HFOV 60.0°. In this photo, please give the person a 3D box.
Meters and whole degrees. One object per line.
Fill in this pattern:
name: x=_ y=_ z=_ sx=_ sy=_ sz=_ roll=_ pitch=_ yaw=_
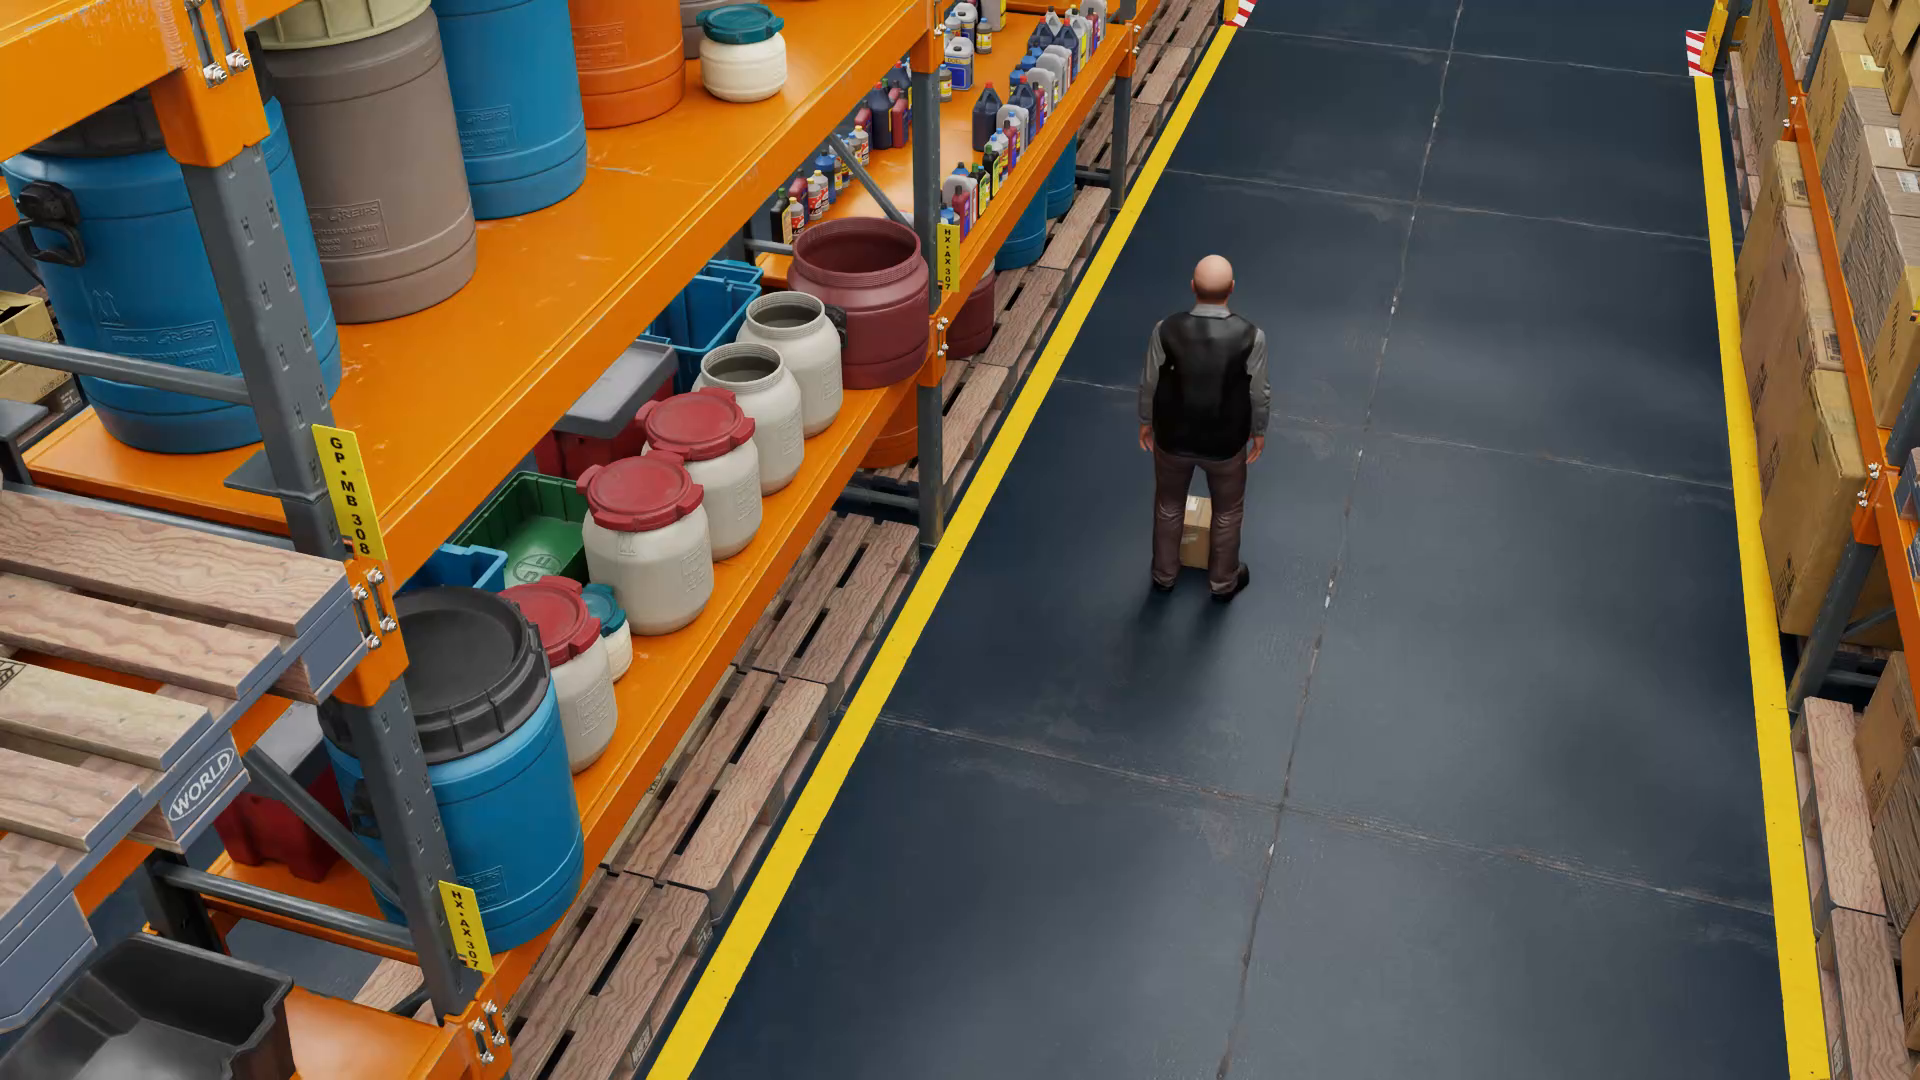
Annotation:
person: x=1.092 y=-0.467 z=7.537 sx=0.594 sy=1.721 sz=0.423 roll=8 pitch=38 yaw=11
